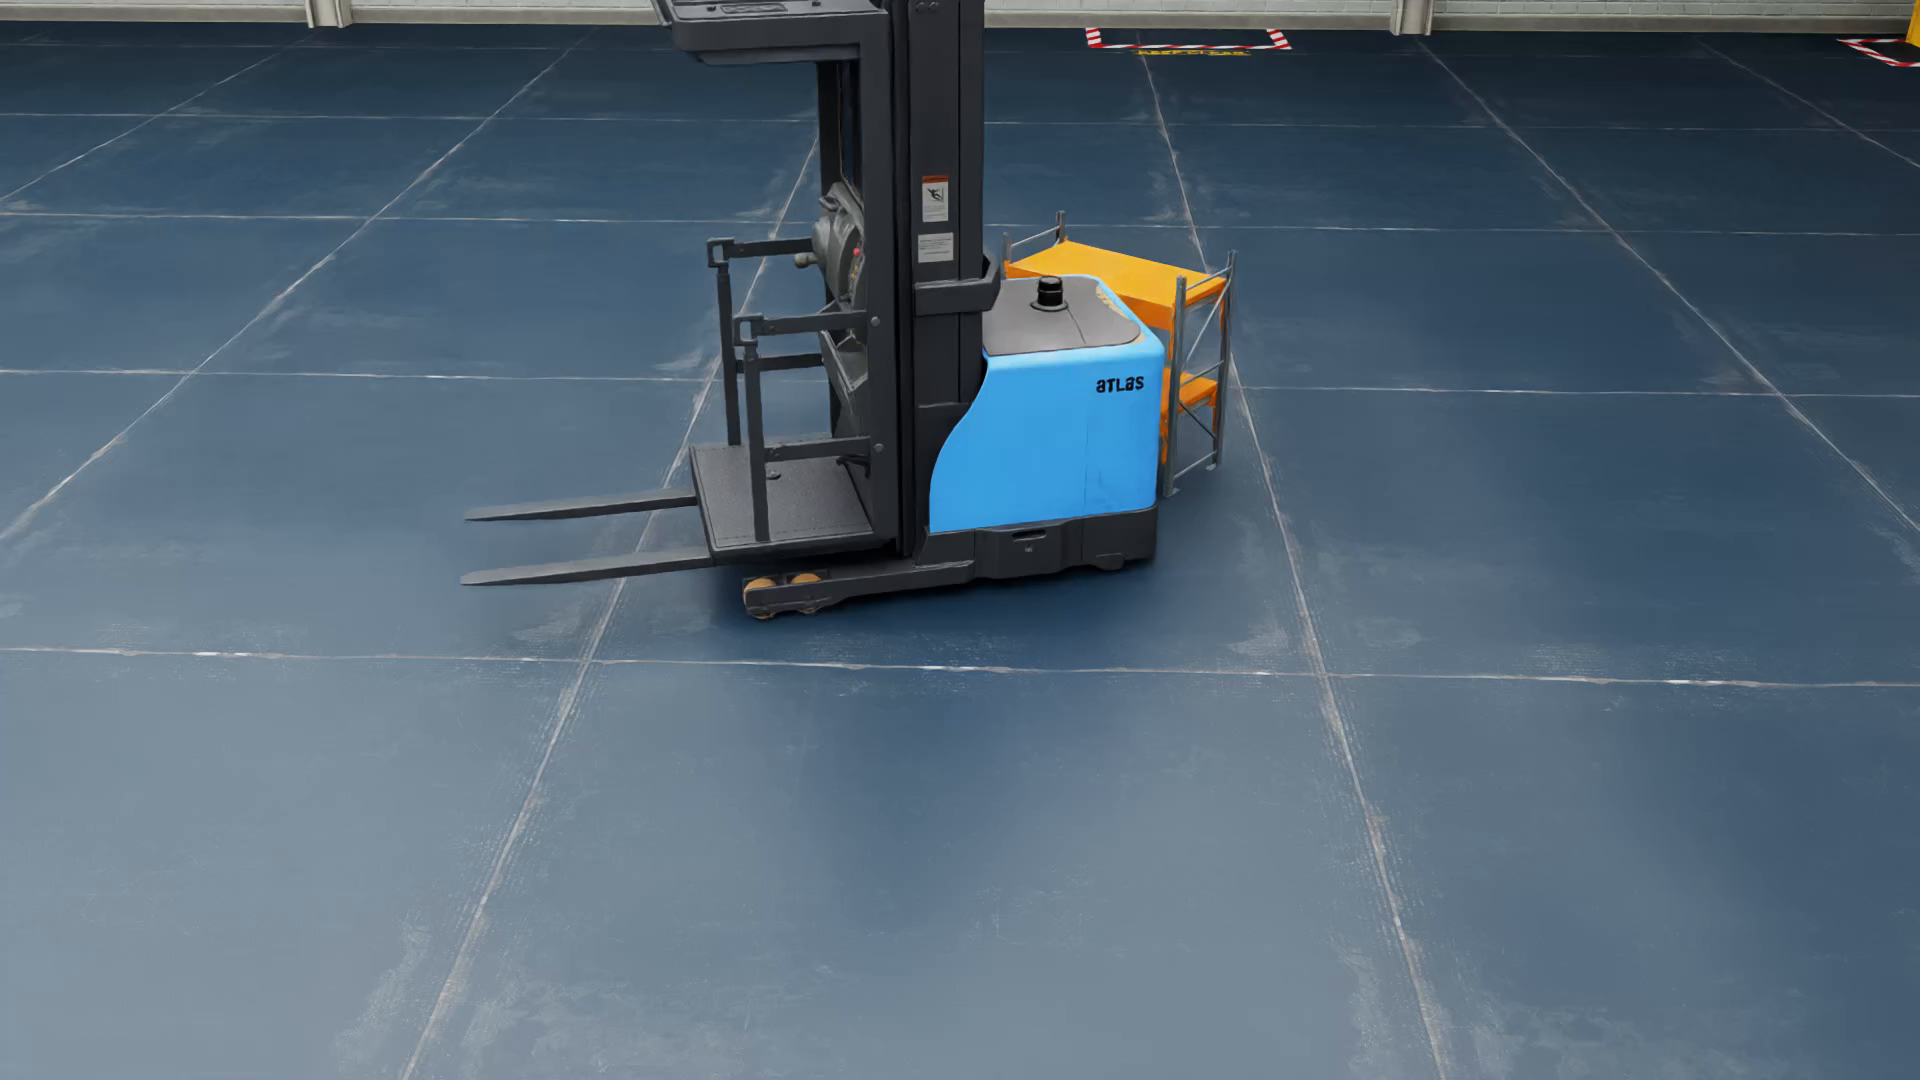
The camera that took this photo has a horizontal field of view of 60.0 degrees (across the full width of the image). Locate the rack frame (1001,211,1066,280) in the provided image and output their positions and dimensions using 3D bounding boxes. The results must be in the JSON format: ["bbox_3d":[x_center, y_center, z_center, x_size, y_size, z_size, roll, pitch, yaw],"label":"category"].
[{"bbox_3d":[0.373,-1.098,8.619,0.032,1.125,0.500,21,34,34],"label":"rack frame"}]

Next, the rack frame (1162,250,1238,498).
[{"bbox_3d":[1.162,-0.798,8.053,0.032,1.125,0.500,21,34,34],"label":"rack frame"}]

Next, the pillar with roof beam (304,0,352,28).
[{"bbox_3d":[-7.205,-7.737,12.737,0.400,9.000,9.100,1,28,2],"label":"pillar with roof beam"}]

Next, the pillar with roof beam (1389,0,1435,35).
[{"bbox_3d":[4.788,-7.539,12.363,0.400,9.000,9.100,1,28,2],"label":"pillar with roof beam"}]

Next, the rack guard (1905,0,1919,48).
[{"bbox_3d":[10.282,-5.305,17.223,0.348,0.500,1.175,1,28,2],"label":"rack guard"}]

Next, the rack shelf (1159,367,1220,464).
[{"bbox_3d":[0.768,-0.731,8.451,1.000,0.278,0.538,21,34,34],"label":"rack shelf"}]

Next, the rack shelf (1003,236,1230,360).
[{"bbox_3d":[0.768,-1.206,8.199,1.000,0.278,0.538,21,34,34],"label":"rack shelf"}]

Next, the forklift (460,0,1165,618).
[{"bbox_3d":[-0.688,-1.232,6.946,3.031,2.935,1.130,-6,29,-12],"label":"forklift"}]

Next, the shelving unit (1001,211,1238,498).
[{"bbox_3d":[0.768,-0.948,8.336,1.048,1.125,0.538,21,34,34],"label":"shelving unit"}]
